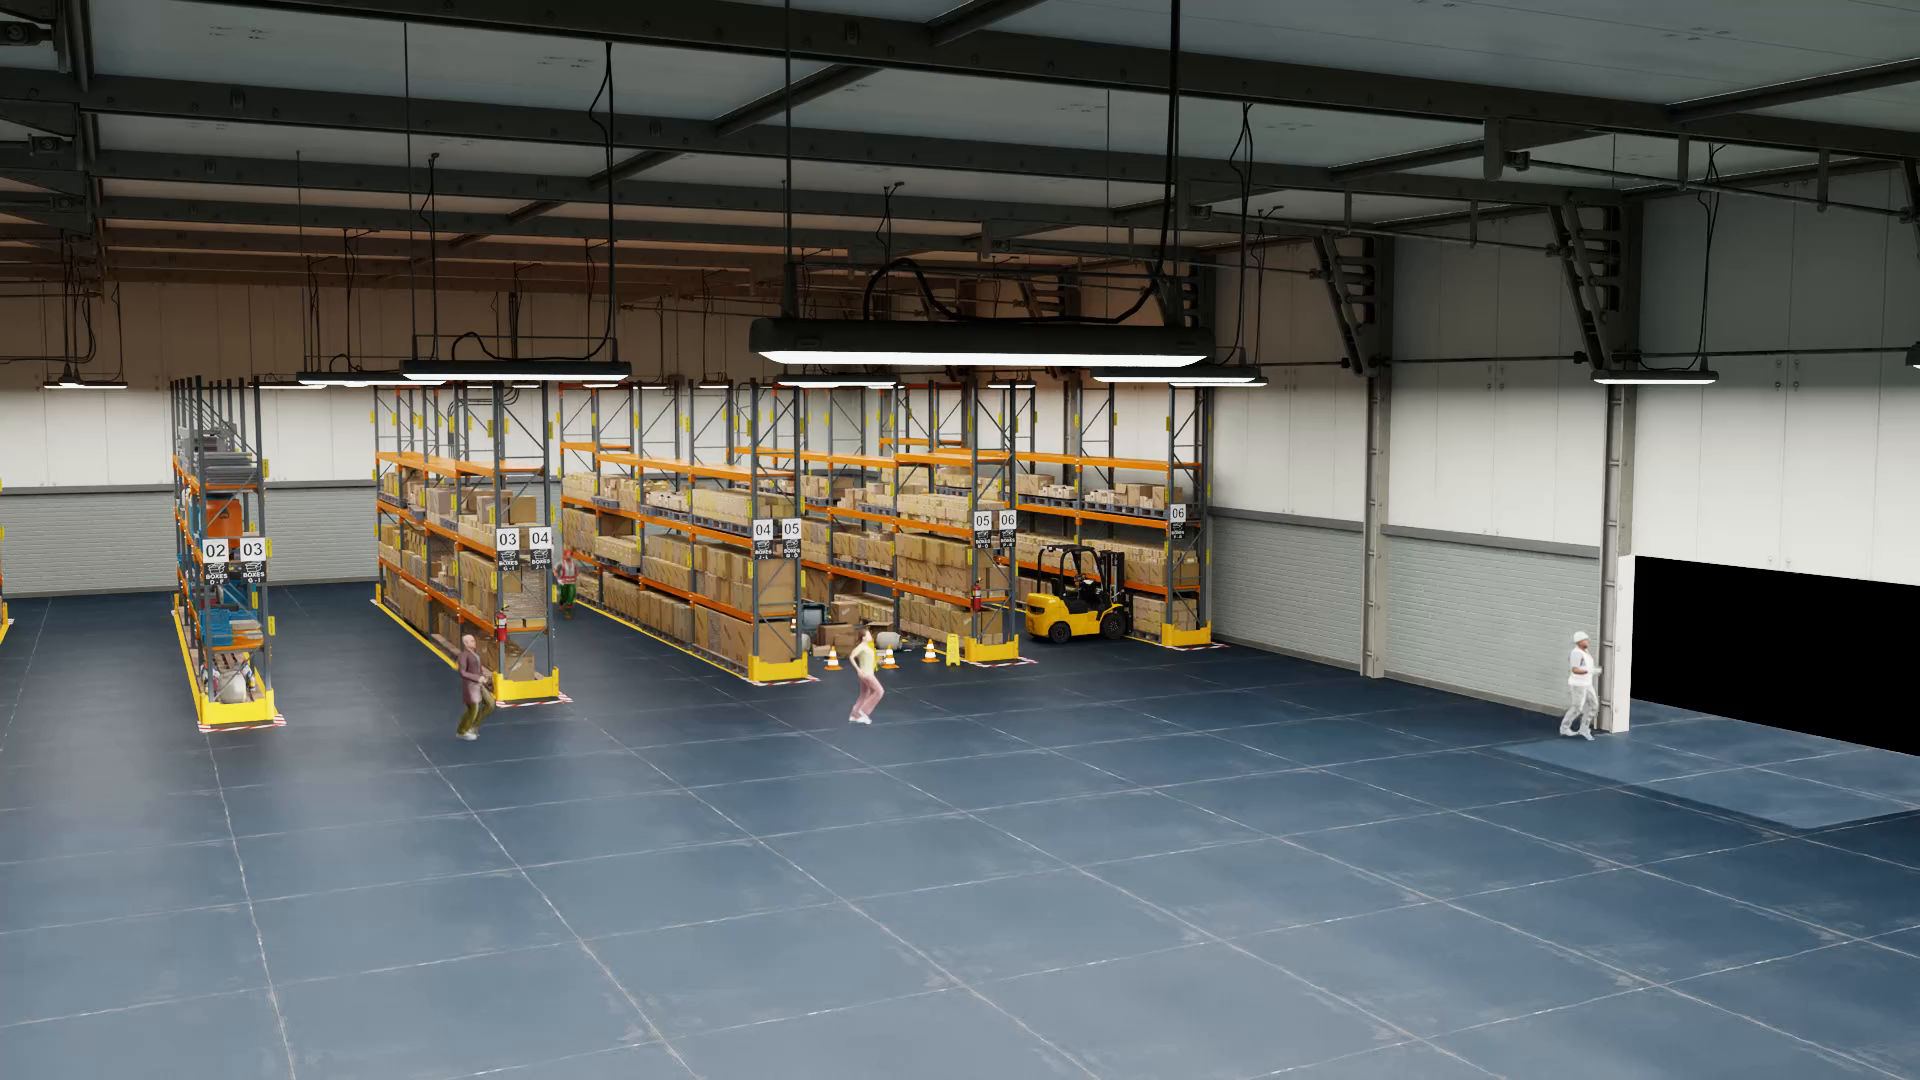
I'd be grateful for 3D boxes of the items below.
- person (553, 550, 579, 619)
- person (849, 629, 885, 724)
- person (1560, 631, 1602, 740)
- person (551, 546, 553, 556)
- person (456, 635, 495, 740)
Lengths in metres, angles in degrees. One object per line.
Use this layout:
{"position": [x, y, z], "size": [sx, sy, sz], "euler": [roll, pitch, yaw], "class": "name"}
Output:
{"position": [-9.971, 1.110, 42.197], "size": [0.683, 1.753, 0.766], "euler": [-3, 6, -34], "class": "person"}
{"position": [-1.598, 2.339, 28.638], "size": [0.634, 1.640, 0.550], "euler": [0, 5, 4], "class": "person"}
{"position": [10.246, 2.420, 27.381], "size": [0.668, 1.836, 0.673], "euler": [4, 6, 38], "class": "person"}
{"position": [-11.968, 0.663, 47.780], "size": [0.583, 1.602, 0.570], "euler": [3, 6, 27], "class": "person"}
{"position": [-8.012, 2.415, 27.409], "size": [0.660, 1.735, 0.722], "euler": [1, 5, 8], "class": "person"}
